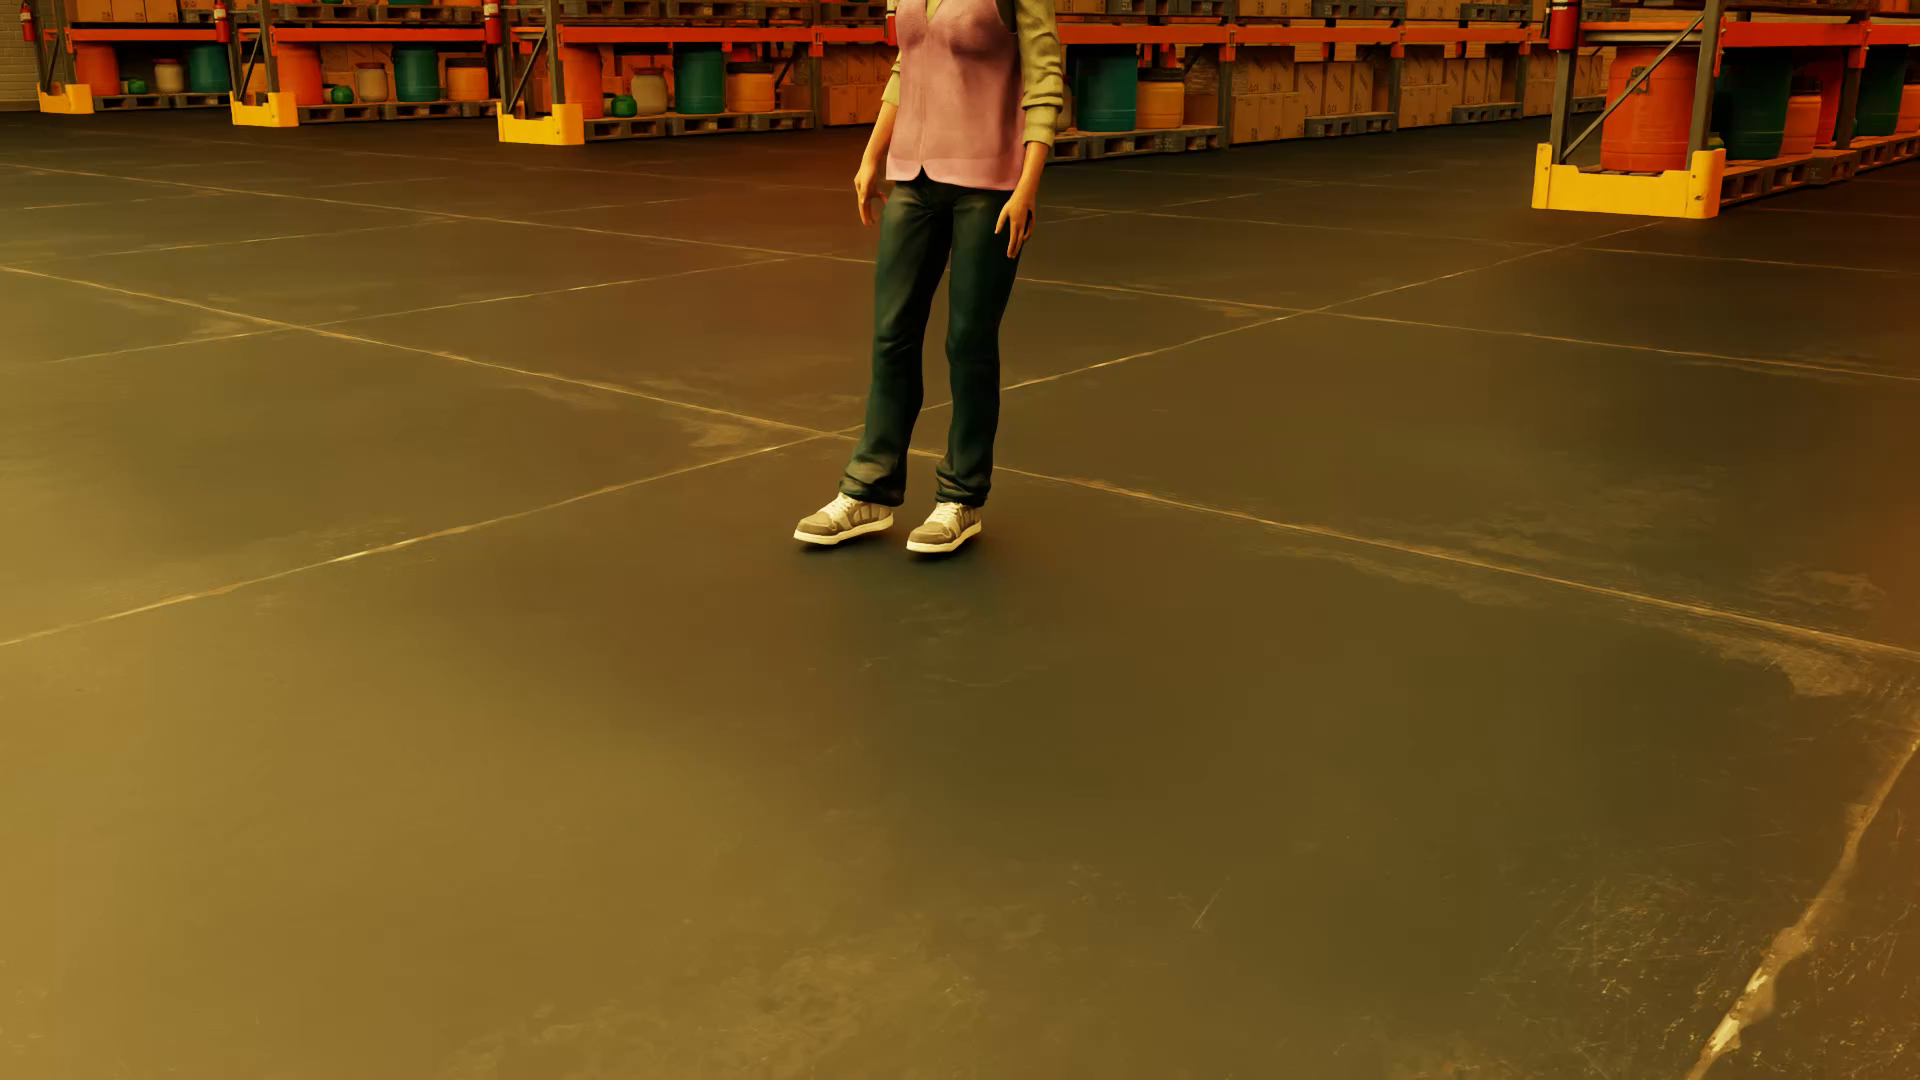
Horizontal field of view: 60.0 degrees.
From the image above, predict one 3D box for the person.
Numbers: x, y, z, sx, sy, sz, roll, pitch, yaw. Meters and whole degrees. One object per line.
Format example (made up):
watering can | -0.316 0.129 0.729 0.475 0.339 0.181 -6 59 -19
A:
person | -0.058 -0.757 3.662 0.520 1.597 0.476 13 21 37
